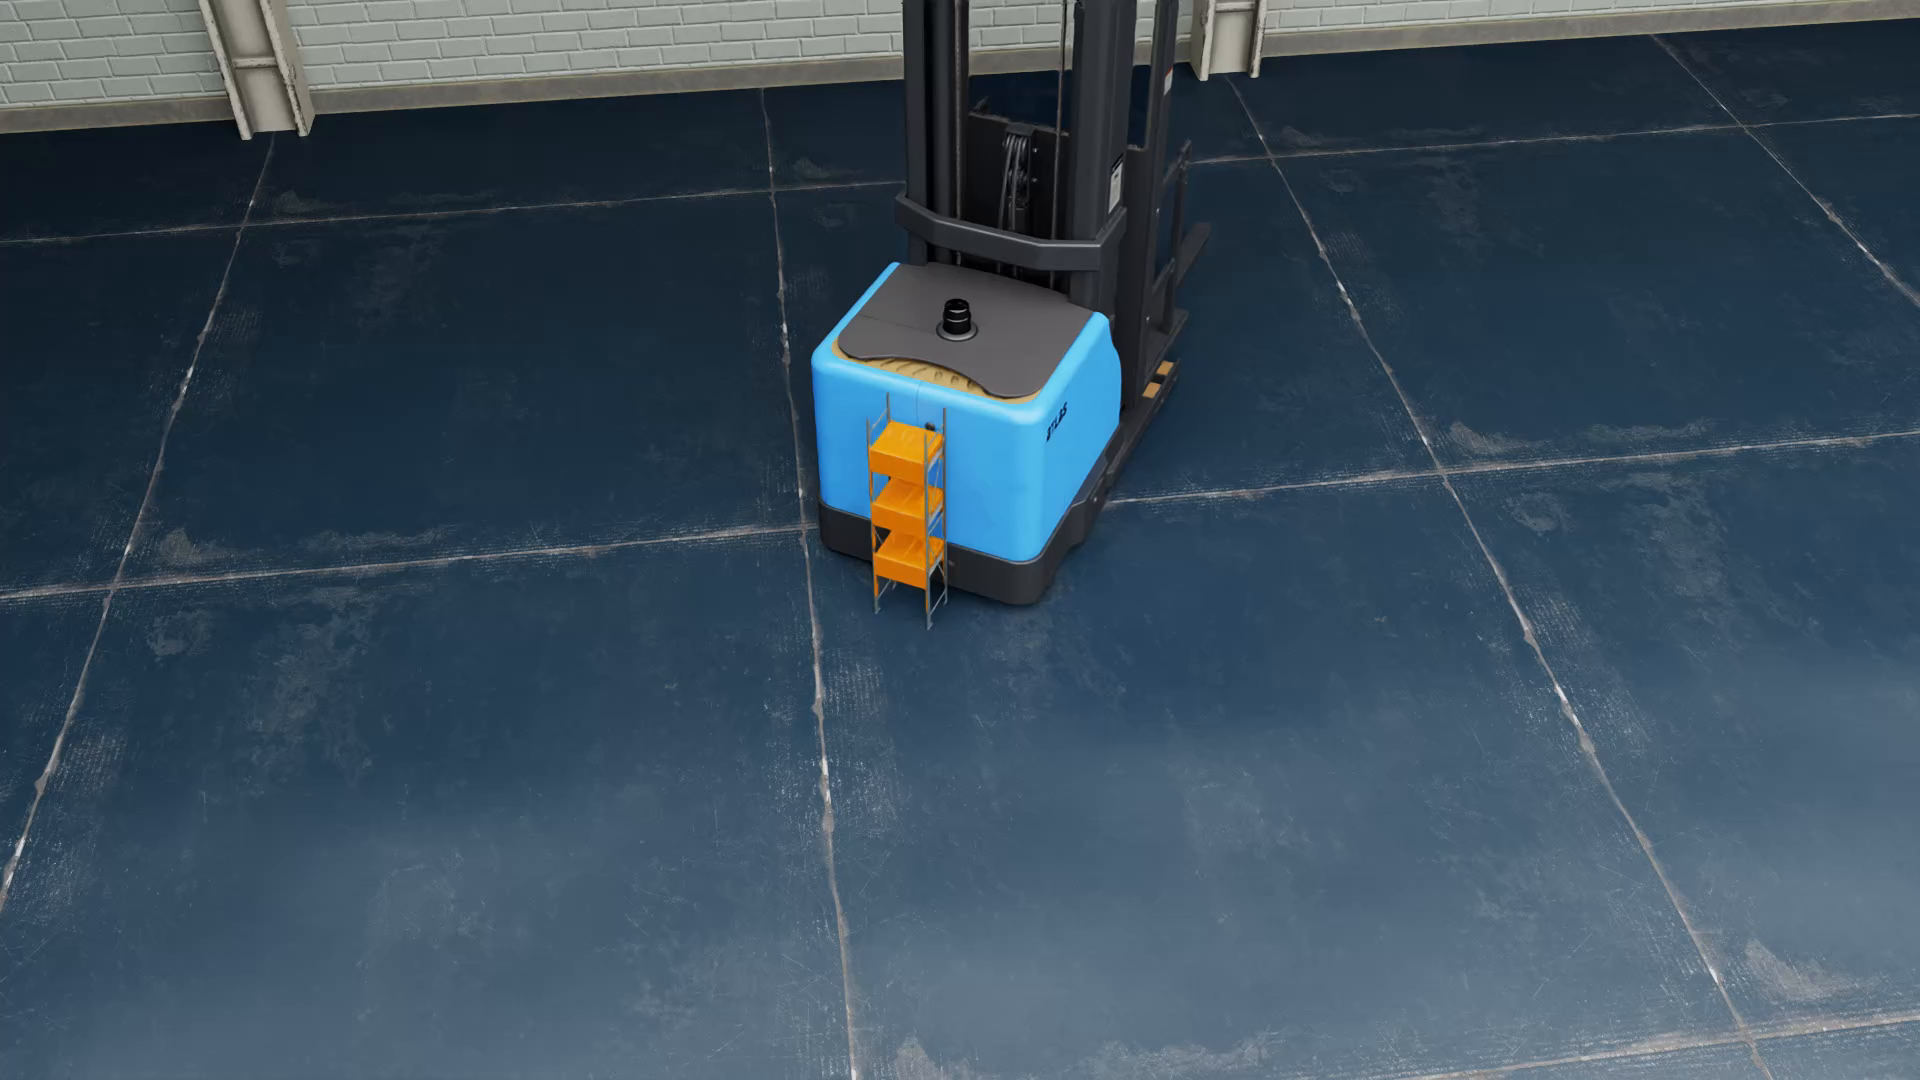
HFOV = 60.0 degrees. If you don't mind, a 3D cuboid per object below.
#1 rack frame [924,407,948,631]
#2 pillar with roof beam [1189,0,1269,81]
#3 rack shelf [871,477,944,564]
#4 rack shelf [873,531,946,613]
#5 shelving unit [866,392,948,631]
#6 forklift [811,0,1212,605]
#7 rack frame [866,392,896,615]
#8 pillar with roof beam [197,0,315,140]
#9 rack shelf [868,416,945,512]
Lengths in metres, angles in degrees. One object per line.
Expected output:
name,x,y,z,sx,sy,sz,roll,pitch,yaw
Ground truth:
rack frame,-0.096,-0.068,6.757,0.008,1.050,0.200,16,44,17
pillar with roof beam,2.283,-3.574,4.709,0.400,9.000,9.100,-5,42,-6
rack shelf,-0.208,-0.092,6.799,0.240,0.259,0.215,16,44,17
rack shelf,-0.208,0.114,6.986,0.240,0.259,0.215,16,44,17
shelving unit,-0.208,-0.100,6.792,0.252,1.050,0.215,16,44,17
forklift,0.442,-1.804,7.276,1.130,2.935,3.031,17,45,18
rack frame,-0.320,-0.132,6.828,0.008,1.050,0.200,16,44,17
pillar with roof beam,-3.666,-3.053,4.131,0.400,9.000,9.100,-5,42,-6
rack shelf,-0.208,-0.303,6.609,0.240,0.259,0.215,16,44,17
